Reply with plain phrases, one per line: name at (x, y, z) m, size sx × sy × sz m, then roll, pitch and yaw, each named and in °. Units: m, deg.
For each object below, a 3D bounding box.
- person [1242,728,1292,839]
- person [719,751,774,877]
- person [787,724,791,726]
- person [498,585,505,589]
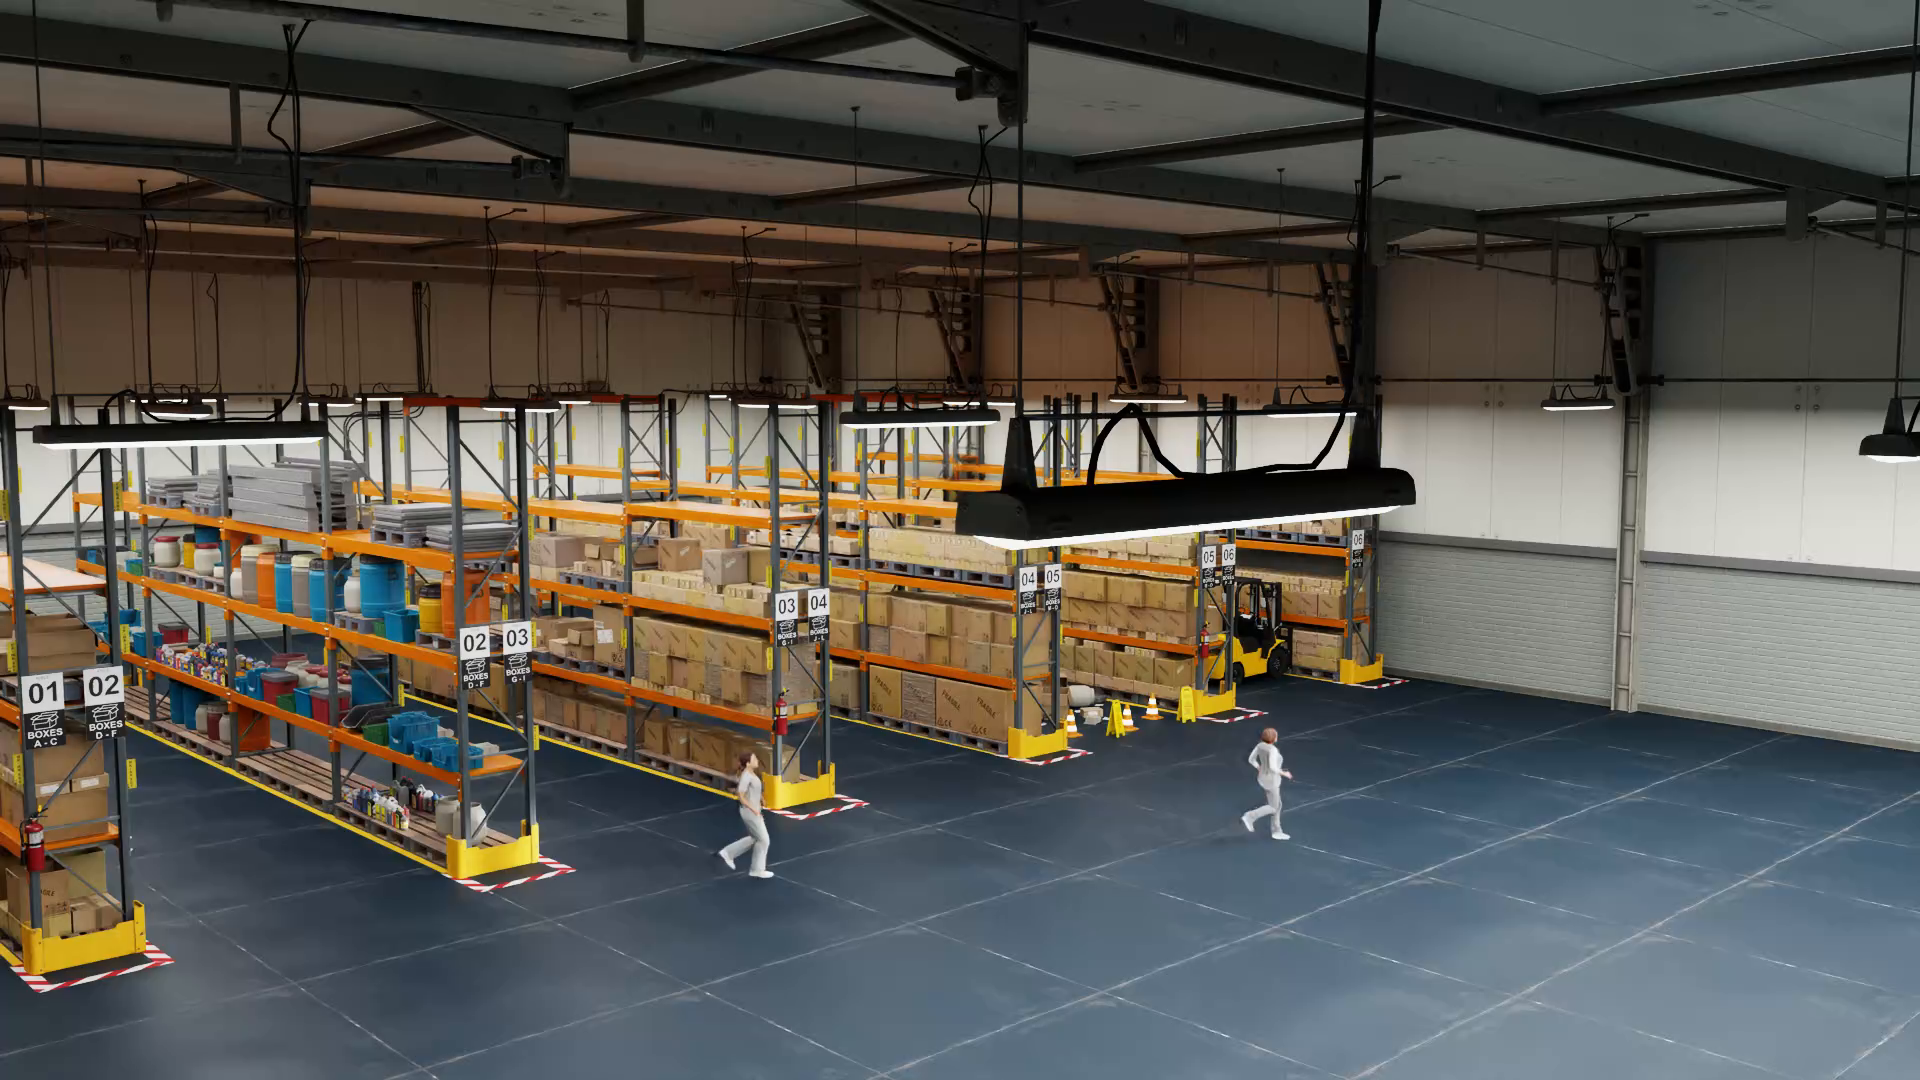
person at (4.192, 3.354, 22.802) m, size 0.760 × 1.584 × 0.543 m, roll -2°, pitch 6°, yaw -17°
person at (-2.721, 3.484, 21.115) m, size 0.687 × 1.653 × 0.564 m, roll -1°, pitch 6°, yaw -9°
person at (-3.455, 2.565, 30.624) m, size 0.831 × 1.658 × 0.612 m, roll 4°, pitch 7°, yaw 38°
person at (-10.463, 1.845, 38.034) m, size 0.668 × 1.629 × 0.689 m, roll -3°, pitch 6°, yaw -27°
